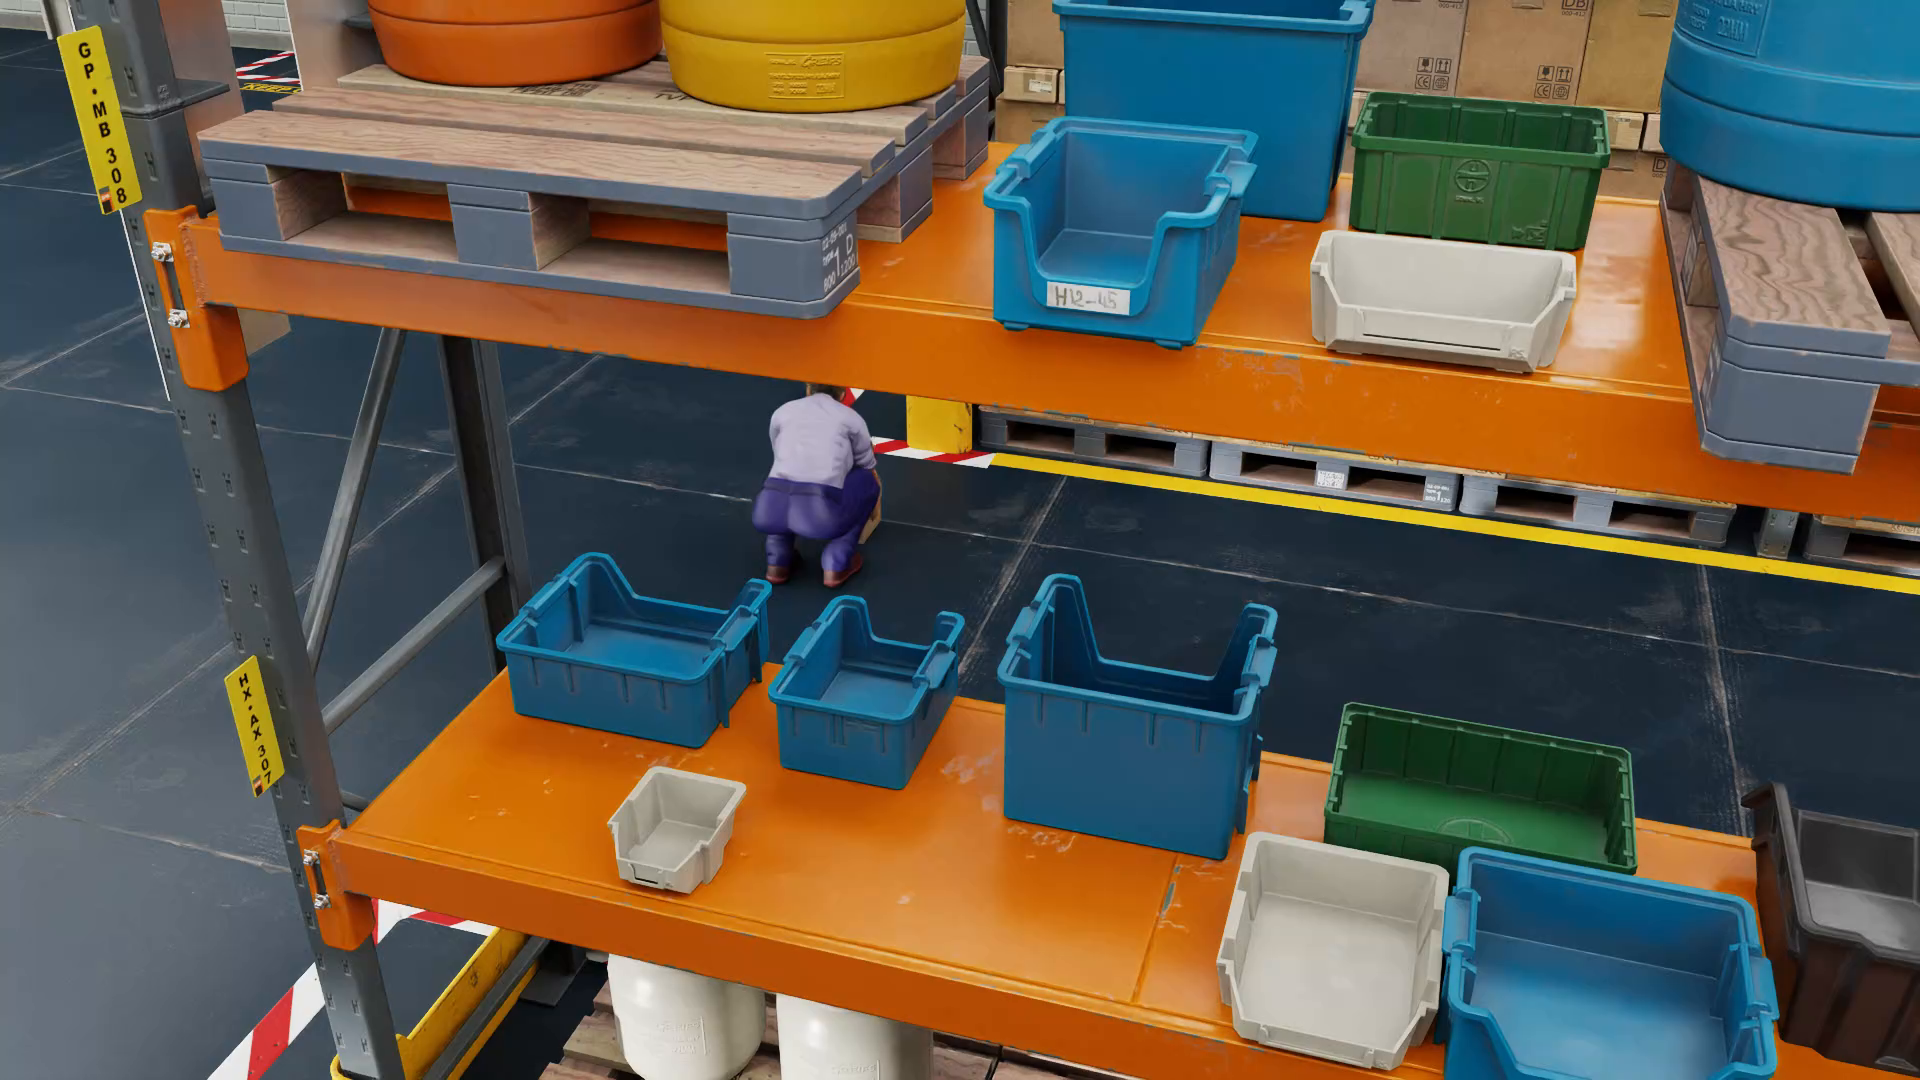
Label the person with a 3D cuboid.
[{"bbox_3d":[-0.644,-0.256,7.438,0.517,0.833,0.815,9,31,15],"label":"person"}]
